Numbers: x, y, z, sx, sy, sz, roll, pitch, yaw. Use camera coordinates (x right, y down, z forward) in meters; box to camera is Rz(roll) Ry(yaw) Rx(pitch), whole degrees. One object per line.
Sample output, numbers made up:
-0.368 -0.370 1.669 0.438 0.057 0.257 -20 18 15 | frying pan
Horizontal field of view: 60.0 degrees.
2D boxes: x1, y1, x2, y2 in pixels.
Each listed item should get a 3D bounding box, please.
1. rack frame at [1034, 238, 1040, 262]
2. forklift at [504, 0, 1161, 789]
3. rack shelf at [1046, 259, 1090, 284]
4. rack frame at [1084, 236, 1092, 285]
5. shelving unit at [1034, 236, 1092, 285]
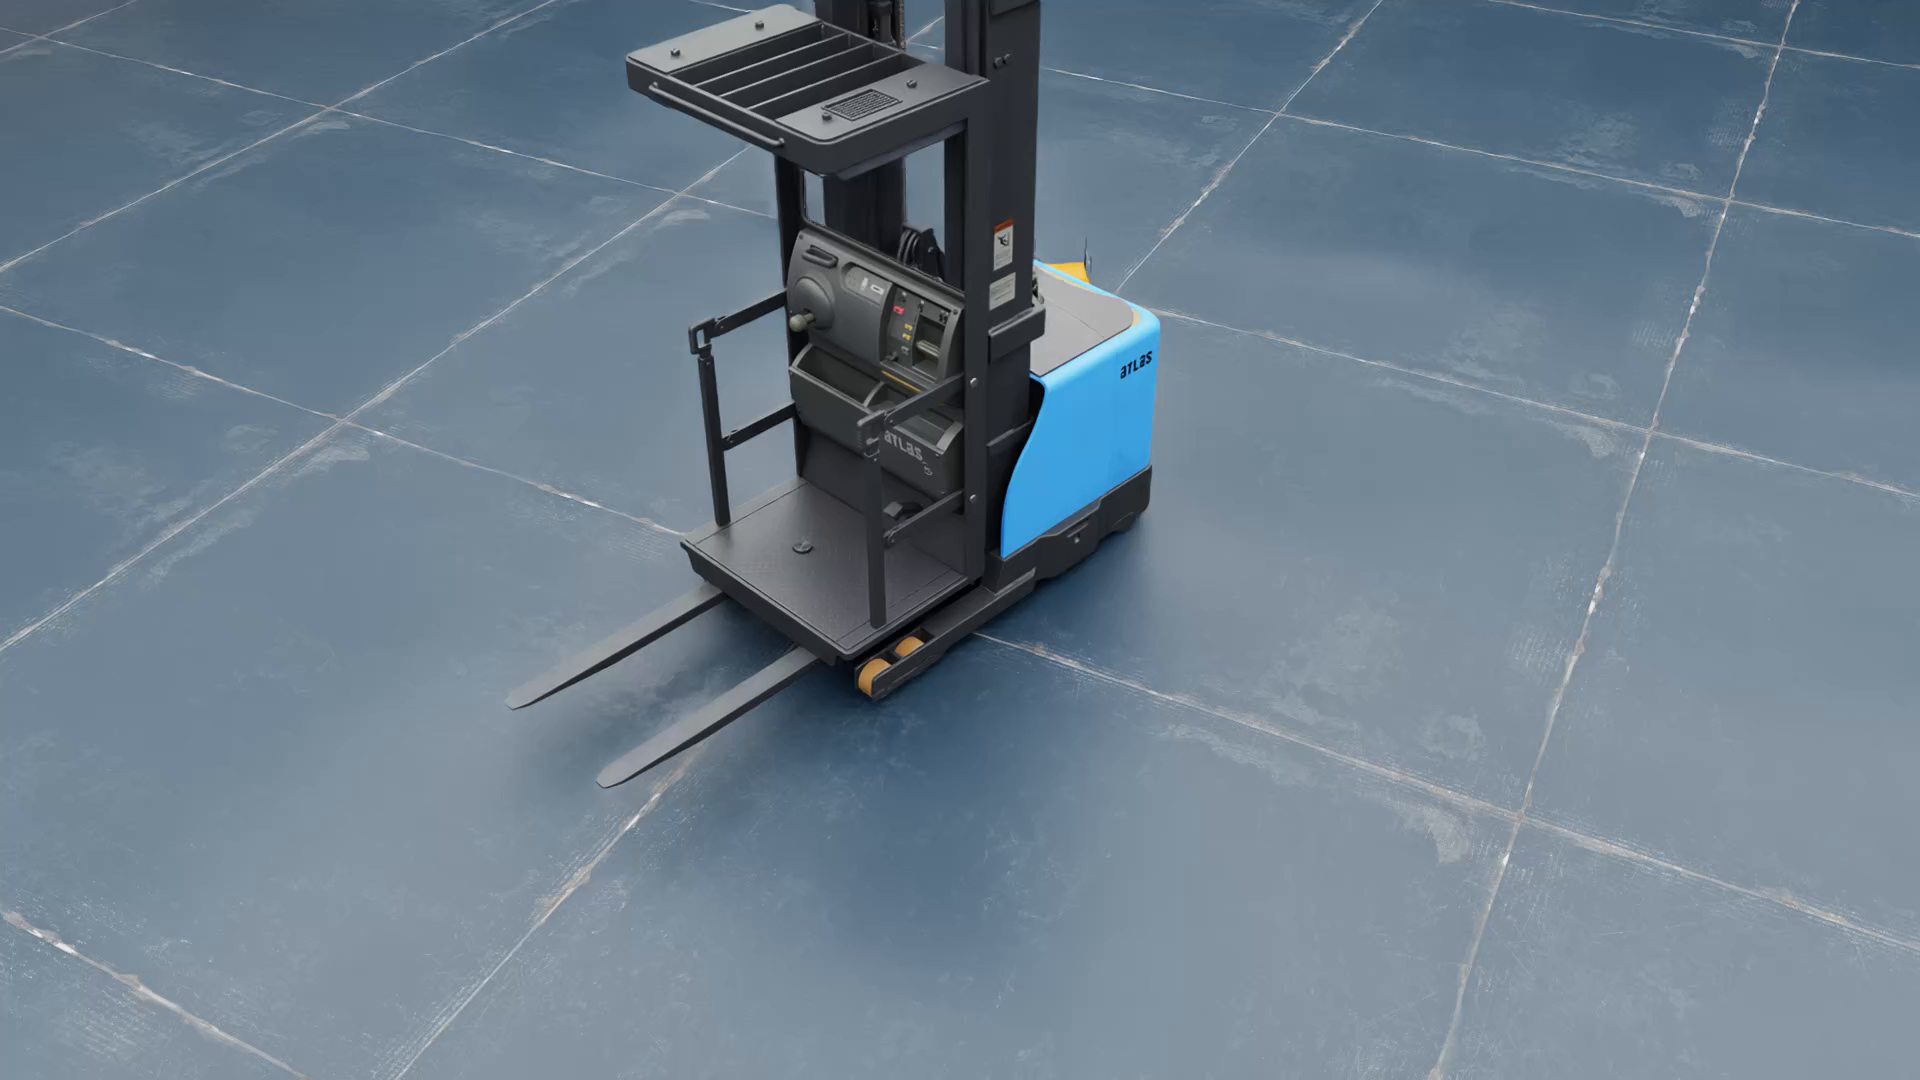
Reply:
0.363 -0.958 8.143 0.008 1.050 0.200 -2 38 -3 | rack frame
-0.496 -0.862 6.462 1.130 2.935 3.031 31 47 34 | forklift
0.485 -1.180 7.983 0.240 0.259 0.215 -2 38 -3 | rack shelf
0.607 -0.968 8.156 0.008 1.050 0.200 -2 38 -3 | rack frame
0.485 -0.963 8.149 0.252 1.050 0.215 -2 38 -3 | shelving unit
